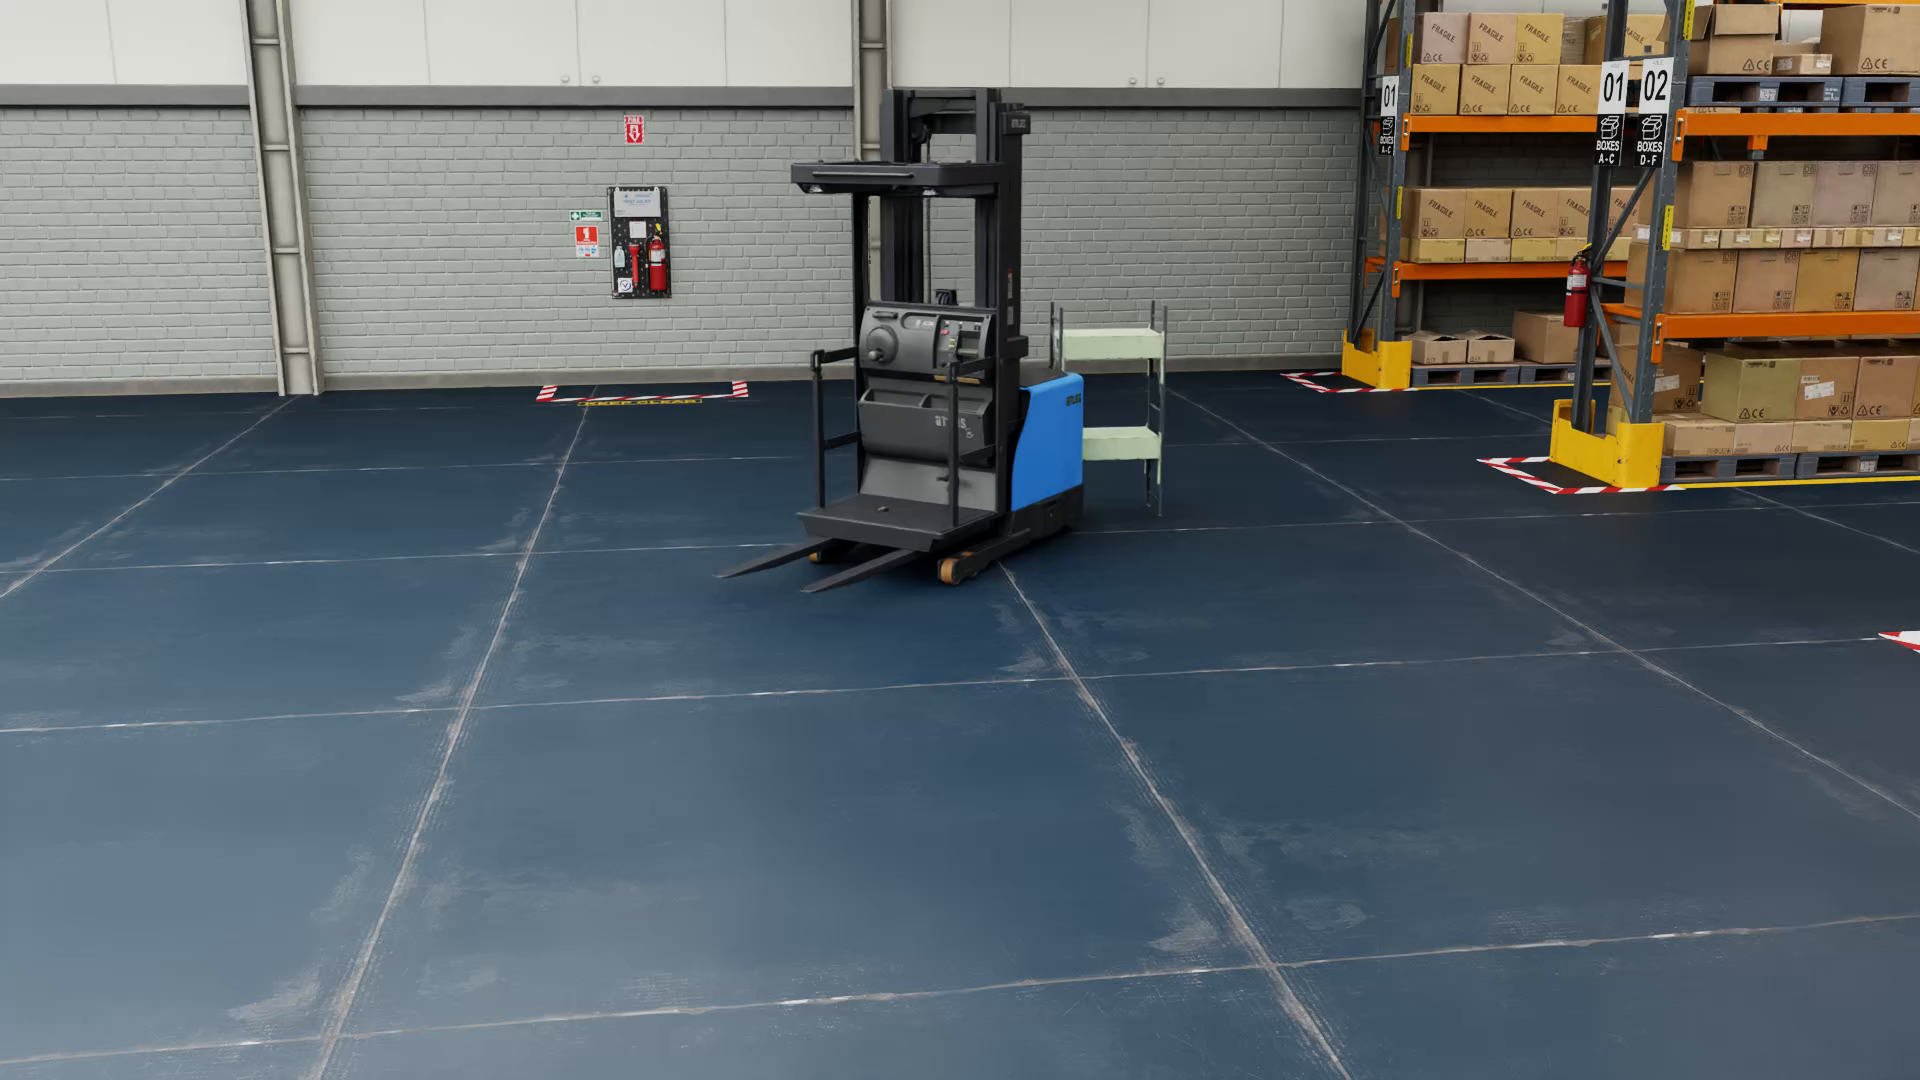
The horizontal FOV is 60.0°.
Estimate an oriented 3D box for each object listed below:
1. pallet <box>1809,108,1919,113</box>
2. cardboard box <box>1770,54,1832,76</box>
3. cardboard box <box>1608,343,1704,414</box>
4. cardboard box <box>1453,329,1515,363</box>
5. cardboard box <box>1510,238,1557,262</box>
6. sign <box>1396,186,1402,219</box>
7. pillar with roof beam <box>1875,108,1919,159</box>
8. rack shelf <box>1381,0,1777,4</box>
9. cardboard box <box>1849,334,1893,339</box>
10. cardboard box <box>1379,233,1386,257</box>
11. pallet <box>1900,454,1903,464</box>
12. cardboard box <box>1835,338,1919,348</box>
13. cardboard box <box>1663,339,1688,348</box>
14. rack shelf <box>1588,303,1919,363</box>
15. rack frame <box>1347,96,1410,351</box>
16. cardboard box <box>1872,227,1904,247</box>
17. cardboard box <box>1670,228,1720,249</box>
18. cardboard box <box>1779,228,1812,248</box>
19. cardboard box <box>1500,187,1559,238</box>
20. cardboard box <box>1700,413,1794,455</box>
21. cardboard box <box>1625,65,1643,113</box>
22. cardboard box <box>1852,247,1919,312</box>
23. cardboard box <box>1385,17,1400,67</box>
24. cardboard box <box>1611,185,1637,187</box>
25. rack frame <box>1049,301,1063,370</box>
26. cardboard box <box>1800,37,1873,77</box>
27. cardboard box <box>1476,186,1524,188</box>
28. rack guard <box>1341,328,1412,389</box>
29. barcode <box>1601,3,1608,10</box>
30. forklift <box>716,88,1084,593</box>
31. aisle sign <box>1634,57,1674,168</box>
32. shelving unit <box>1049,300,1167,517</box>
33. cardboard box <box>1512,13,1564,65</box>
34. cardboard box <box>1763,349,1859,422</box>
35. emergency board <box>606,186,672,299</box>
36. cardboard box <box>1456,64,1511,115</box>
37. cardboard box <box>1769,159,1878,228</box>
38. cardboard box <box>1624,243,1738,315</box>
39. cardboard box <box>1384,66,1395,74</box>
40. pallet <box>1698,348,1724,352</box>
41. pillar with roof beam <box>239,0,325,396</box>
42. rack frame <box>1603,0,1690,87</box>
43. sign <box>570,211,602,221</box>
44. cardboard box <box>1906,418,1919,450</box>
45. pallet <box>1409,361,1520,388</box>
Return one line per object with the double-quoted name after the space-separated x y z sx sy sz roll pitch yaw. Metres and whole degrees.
10.055 -4.733 18.149 1.003 0.211 1.213 -2 14 -8 "pallet"
6.379 -3.603 12.621 0.250 0.149 0.380 -2 14 -8 "cardboard box"
5.675 -1.323 13.577 0.500 0.500 0.500 -2 14 -8 "cardboard box"
5.709 -2.123 18.143 0.500 0.311 0.500 -1 14 -4 "cardboard box"
5.994 -3.107 17.711 0.500 0.250 0.500 -2 14 -9 "cardboard box"
4.529 -3.479 17.147 0.005 0.325 0.100 -2 14 -8 "sign"
11.585 -5.515 14.712 0.400 9.000 9.100 -2 14 -8 "pillar with roof beam"
6.425 -5.821 17.420 4.000 0.370 1.077 -2 14 -8 "rack shelf"
10.143 -2.406 18.882 0.500 0.500 0.700 -2 14 -8 "cardboard box"
4.881 -3.190 18.042 0.500 0.250 0.500 -2 14 -7 "cardboard box"
8.352 -0.772 13.865 1.213 0.211 1.003 -2 14 -8 "pallet"
7.651 -1.399 13.881 0.500 0.500 0.500 -2 14 -8 "cardboard box"
7.879 -2.147 18.536 0.250 0.166 0.380 -4 15 -16 "cardboard box"
7.167 -1.722 13.399 4.000 0.370 1.077 -2 14 -8 "rack shelf"
4.448 -3.189 17.773 0.127 3.000 1.000 -2 14 -8 "rack frame"
7.130 -2.379 13.003 0.250 0.149 0.380 -2 14 -8 "cardboard box"
5.610 -2.324 12.781 0.250 0.149 0.380 -2 14 -9 "cardboard box"
6.367 -2.351 12.891 0.250 0.149 0.380 -2 14 -9 "cardboard box"
5.967 -3.468 17.609 0.500 0.500 0.500 -3 14 -10 "cardboard box"
6.247 -0.853 13.246 0.500 0.250 0.500 -2 14 -8 "cardboard box"
6.896 -4.725 17.484 0.500 0.500 0.500 -3 14 -11 "cardboard box"
7.183 -2.117 13.292 0.500 0.500 0.700 -2 14 -7 "cardboard box"
4.835 -5.266 17.585 0.500 0.500 0.500 -1 14 -6 "cardboard box"
7.395 -3.650 18.337 0.500 0.500 0.500 -2 14 -9 "cardboard box"
0.676 -0.920 11.805 0.023 1.500 0.400 -2 14 -7 "rack frame"
6.839 -3.807 13.100 0.500 0.311 0.500 0 14 -2 "cardboard box"
5.892 -3.594 18.112 0.500 0.500 0.500 -2 14 -10 "cardboard box"
4.523 -1.980 18.088 0.348 0.500 1.175 -2 14 -8 "rack guard"
6.965 -5.764 17.967 0.075 0.075 0.001 -2 14 -8 "barcode"
-0.329 -1.275 10.280 1.130 2.935 3.031 8 16 30 "forklift"
5.170 -3.183 12.403 0.004 0.787 0.394 -2 14 -8 "aisle sign"
1.039 -0.931 11.849 0.755 1.500 0.431 -2 14 -7 "shelving unit"
5.874 -5.170 17.203 0.500 0.500 0.500 -2 14 -7 "cardboard box"
6.740 -1.237 13.237 0.500 0.500 0.500 -2 14 -8 "cardboard box"
-3.371 -3.125 17.516 0.643 1.169 0.194 -2 14 -8 "emergency board"
5.352 -4.665 17.245 0.500 0.500 0.500 -1 14 -5 "cardboard box"
6.723 -2.730 13.070 0.500 0.500 0.700 -2 14 -8 "cardboard box"
5.653 -2.060 13.065 0.500 0.500 0.700 -2 14 -8 "cardboard box"
4.823 -4.779 17.697 0.500 0.500 0.500 -1 14 -4 "cardboard box"
9.173 -2.010 18.804 1.213 0.211 1.003 -2 14 -8 "pallet"
-6.214 -4.862 12.111 0.400 9.000 9.100 -2 14 -8 "pillar with roof beam"
5.189 -4.908 12.292 0.127 3.000 1.000 -2 14 -8 "rack frame"
-3.928 -3.402 17.459 0.331 0.109 0.001 -2 14 -8 "sign"
7.731 -0.906 13.458 0.500 0.250 0.500 -2 14 -8 "cardboard box"
5.332 -1.861 18.207 1.213 0.211 1.003 -2 14 -8 "pallet"
